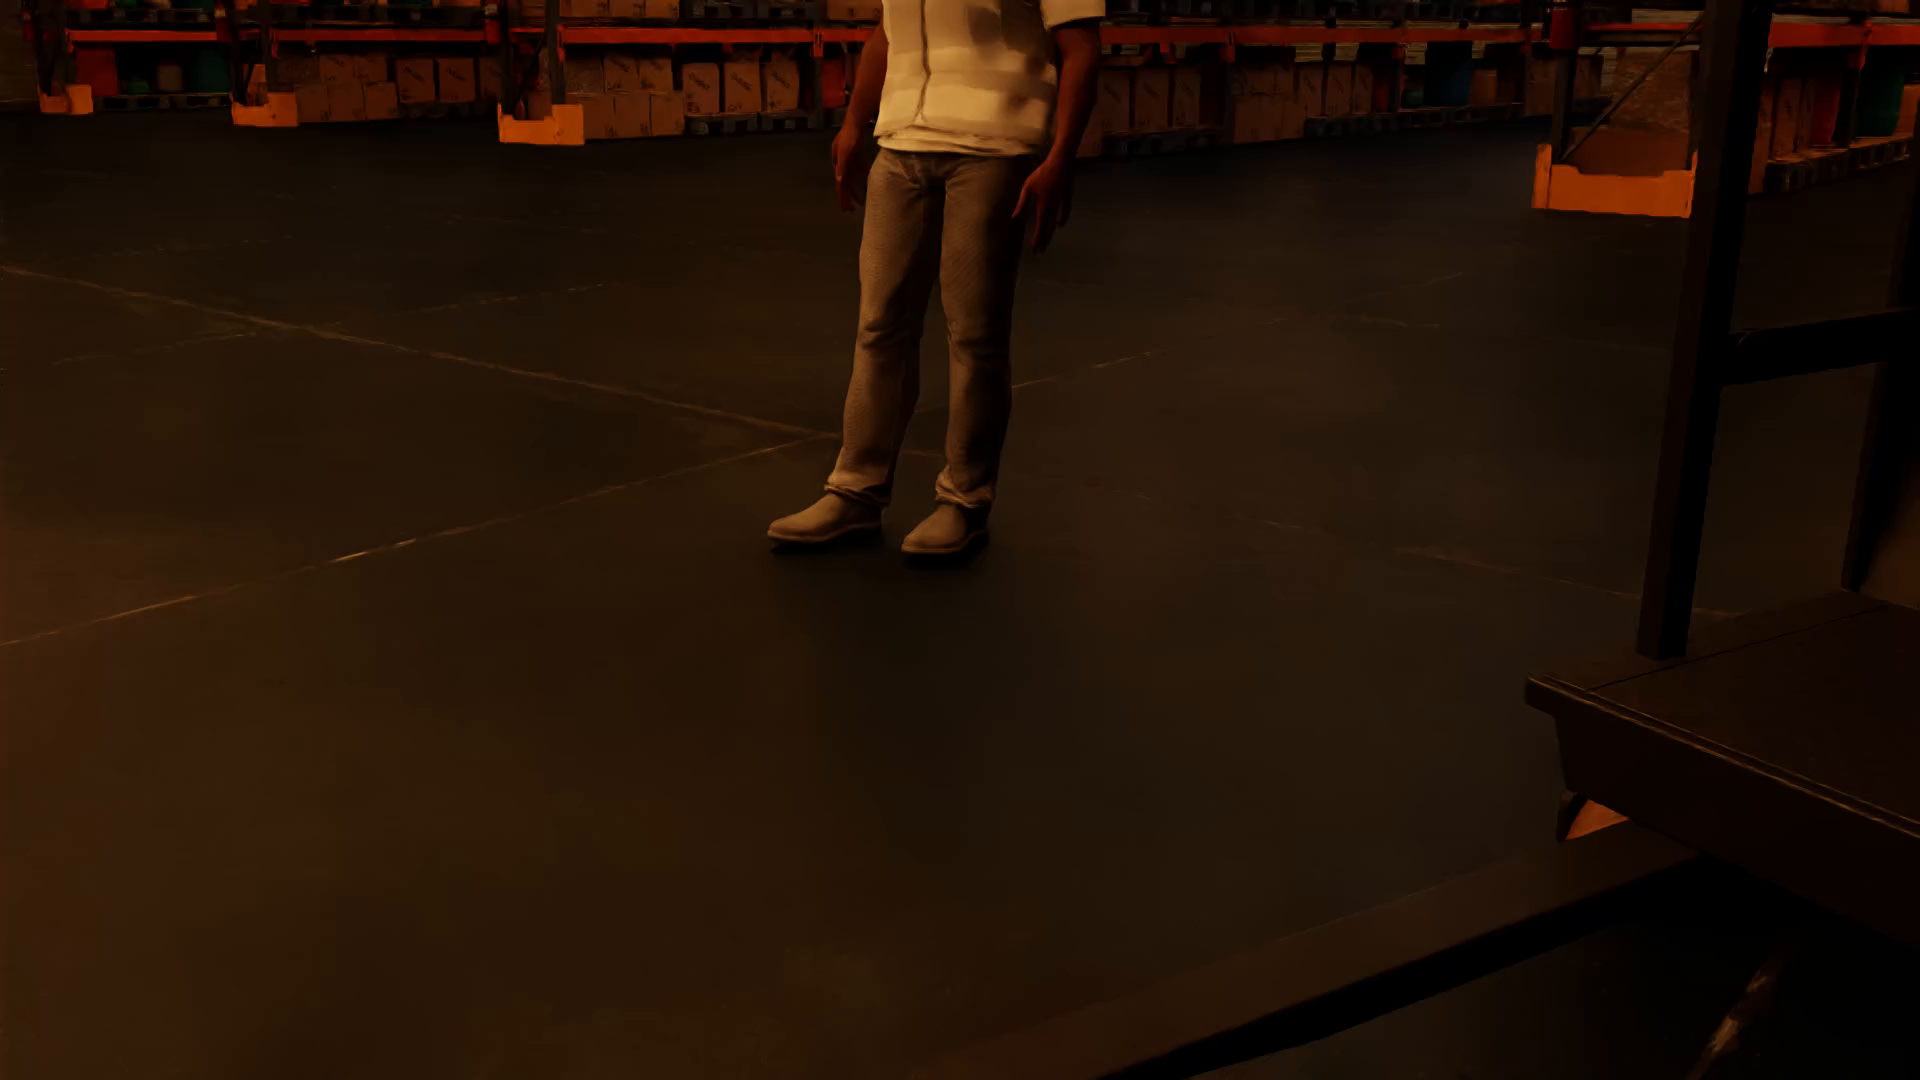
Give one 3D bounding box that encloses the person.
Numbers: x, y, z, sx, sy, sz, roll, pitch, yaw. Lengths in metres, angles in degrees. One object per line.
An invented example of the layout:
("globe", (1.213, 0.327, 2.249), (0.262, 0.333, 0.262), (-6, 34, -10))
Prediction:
("person", (-0.049, -0.837, 3.635), (0.665, 1.766, 0.576), (13, 21, 37))
